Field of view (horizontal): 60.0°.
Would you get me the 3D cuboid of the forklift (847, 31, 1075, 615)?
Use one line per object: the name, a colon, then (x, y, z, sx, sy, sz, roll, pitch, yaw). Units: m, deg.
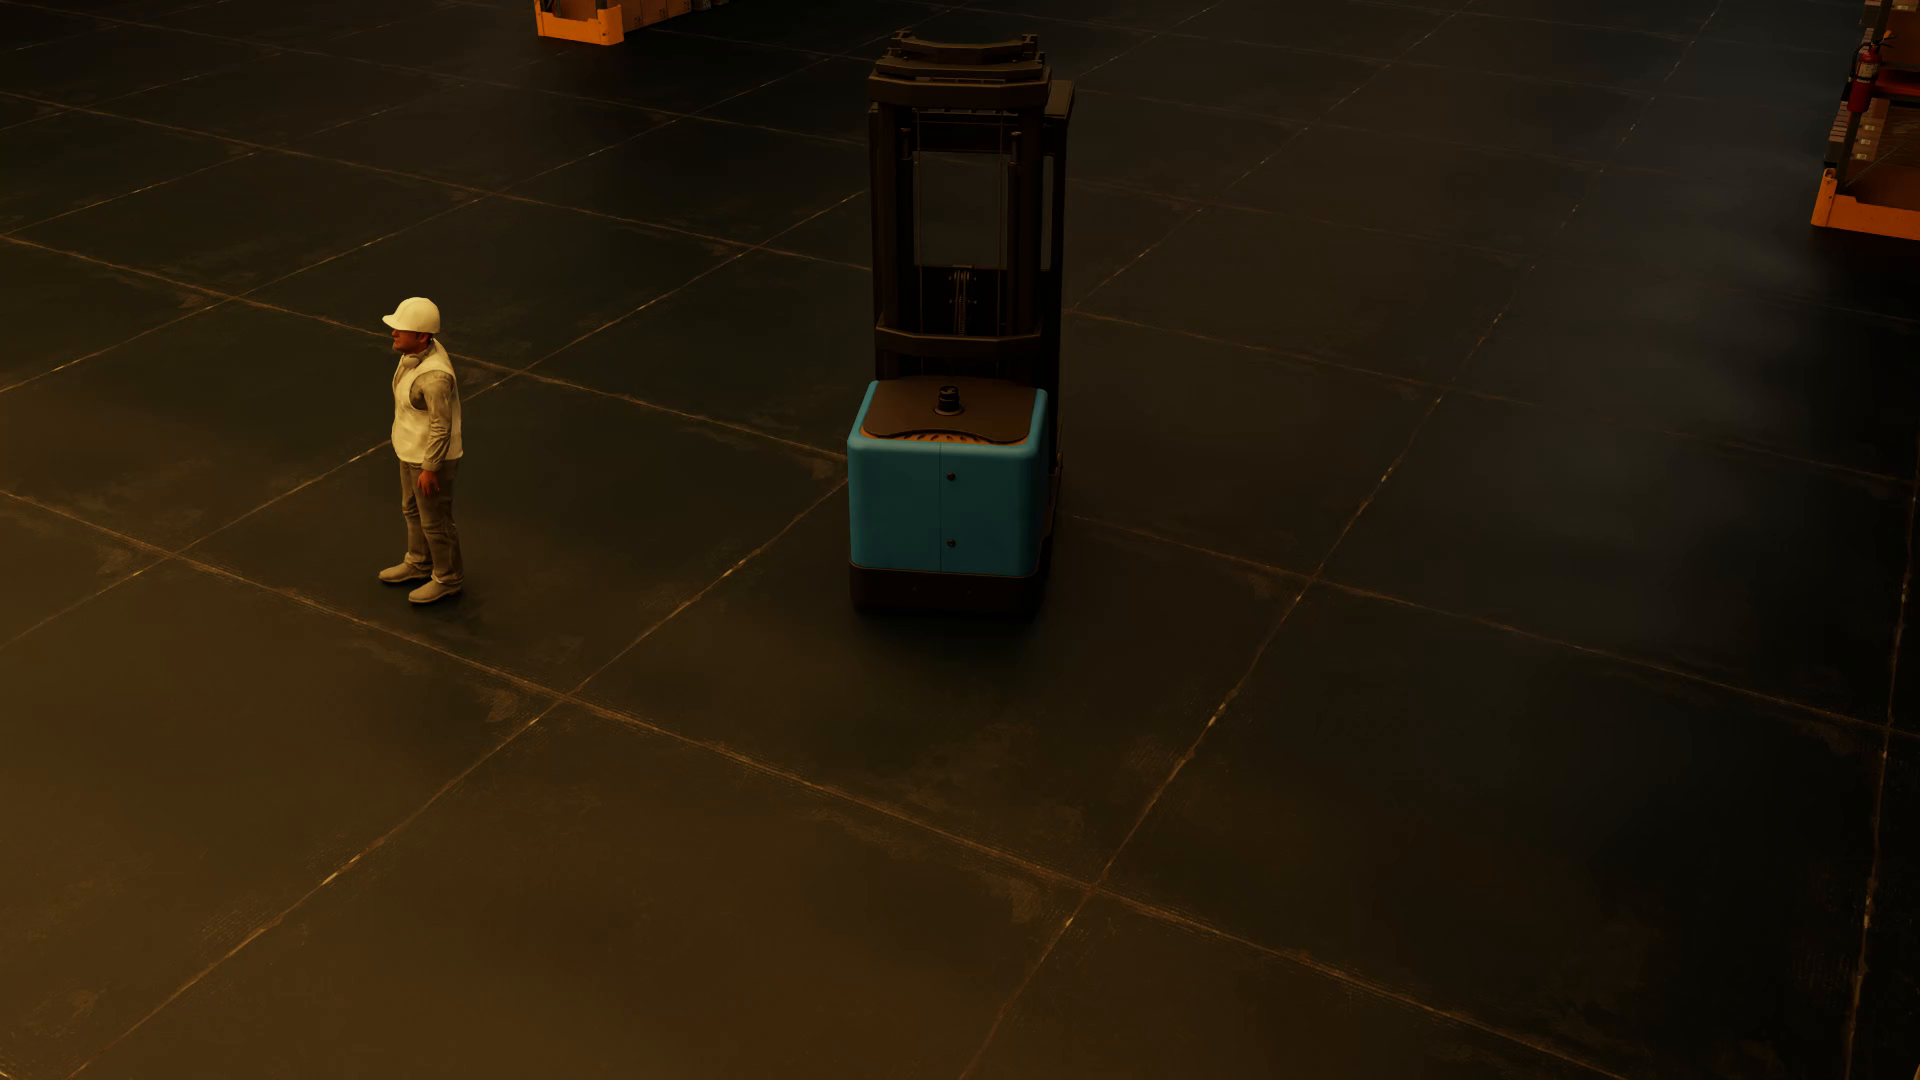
forklift: (0.072, -1.572, 9.794, 1.130, 2.935, 3.031, 3, 30, 6)

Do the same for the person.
person: (-2.970, -0.475, 9.035, 0.567, 1.775, 0.634, -14, 33, -22)
